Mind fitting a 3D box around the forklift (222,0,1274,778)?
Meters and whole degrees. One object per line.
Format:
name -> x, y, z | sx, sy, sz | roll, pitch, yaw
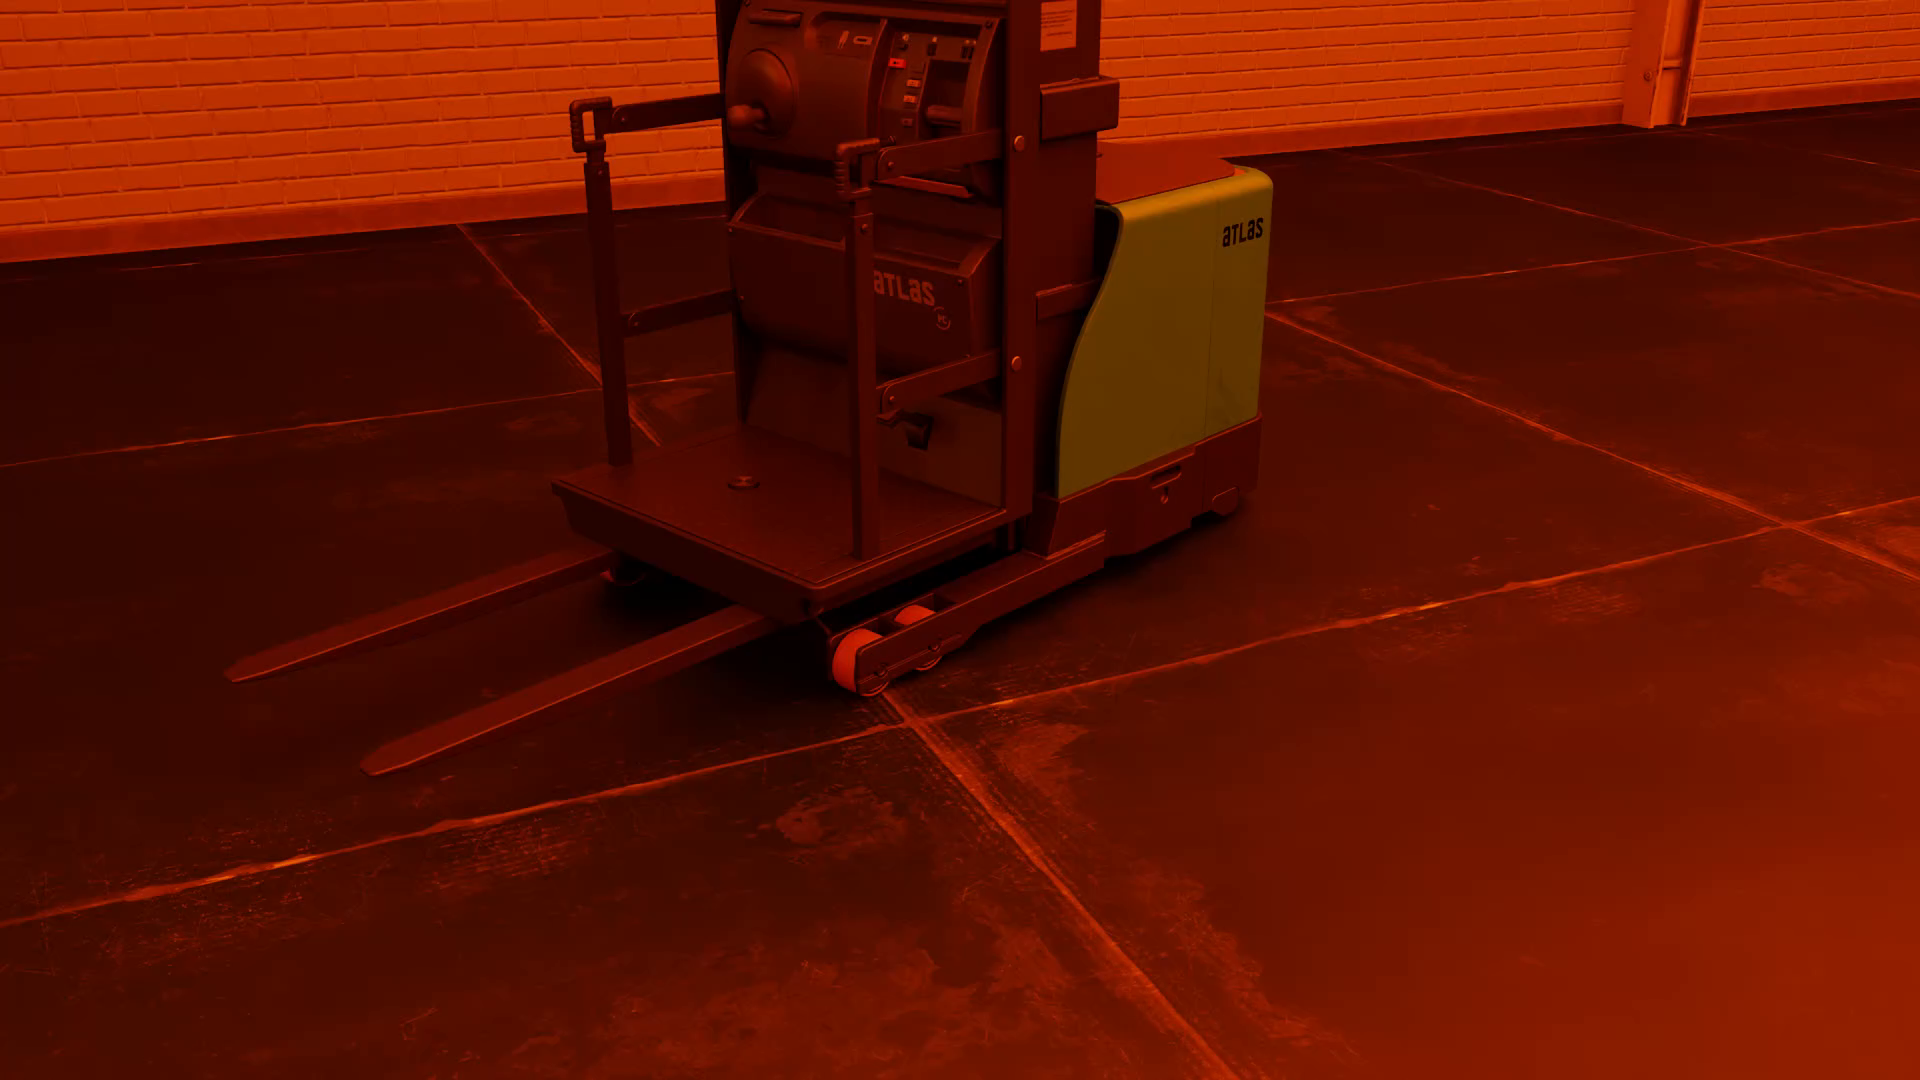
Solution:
forklift -> -0.413, -1.182, 4.131 | 1.130, 2.935, 3.031 | 19, 29, 39
